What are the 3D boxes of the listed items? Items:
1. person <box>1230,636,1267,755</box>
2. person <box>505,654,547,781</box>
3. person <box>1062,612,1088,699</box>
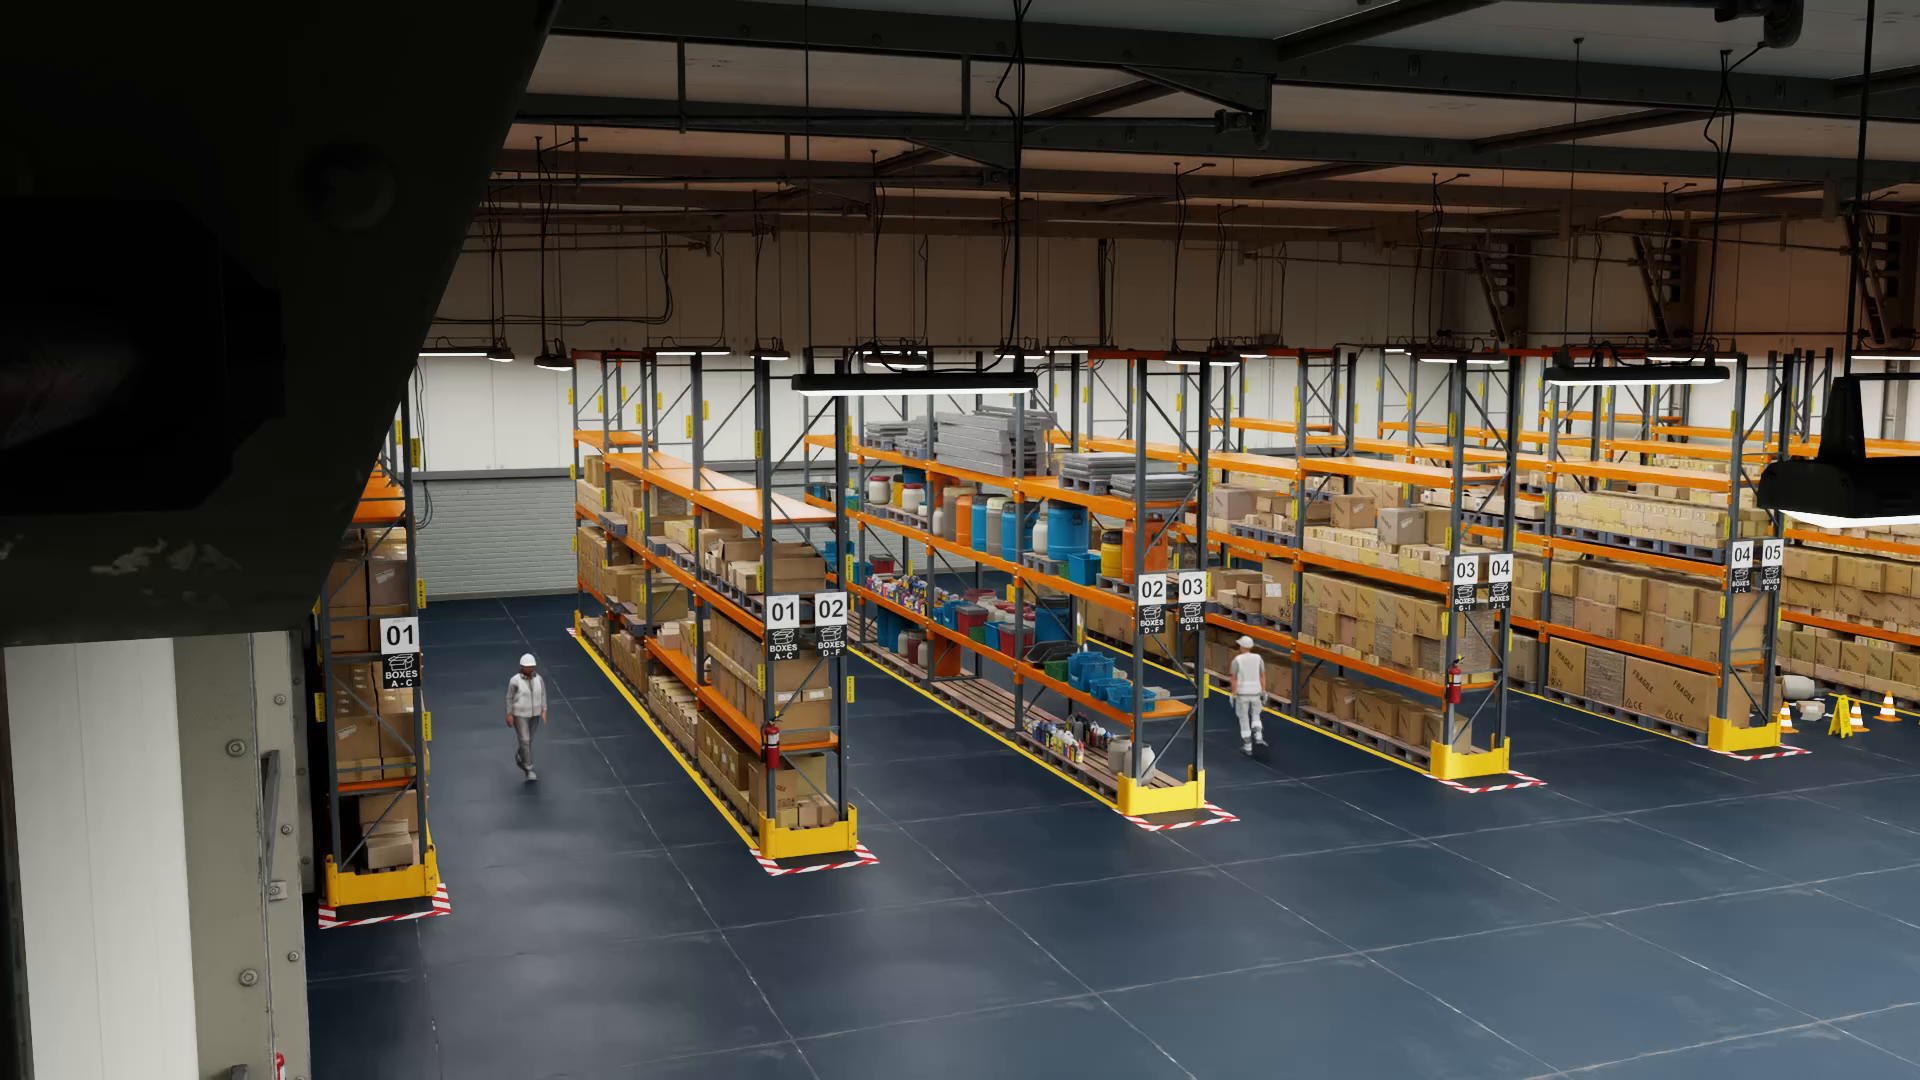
[{"bbox_3d":[4.344,2.336,25.040,0.565,1.781,0.493,-1,7,-8],"label":"person"},{"bbox_3d":[-6.182,2.490,23.835,0.941,1.726,0.555,7,10,43],"label":"person"},{"bbox_3d":[1.834,1.779,27.929,0.595,1.703,0.568,-2,7,-17],"label":"person"}]
